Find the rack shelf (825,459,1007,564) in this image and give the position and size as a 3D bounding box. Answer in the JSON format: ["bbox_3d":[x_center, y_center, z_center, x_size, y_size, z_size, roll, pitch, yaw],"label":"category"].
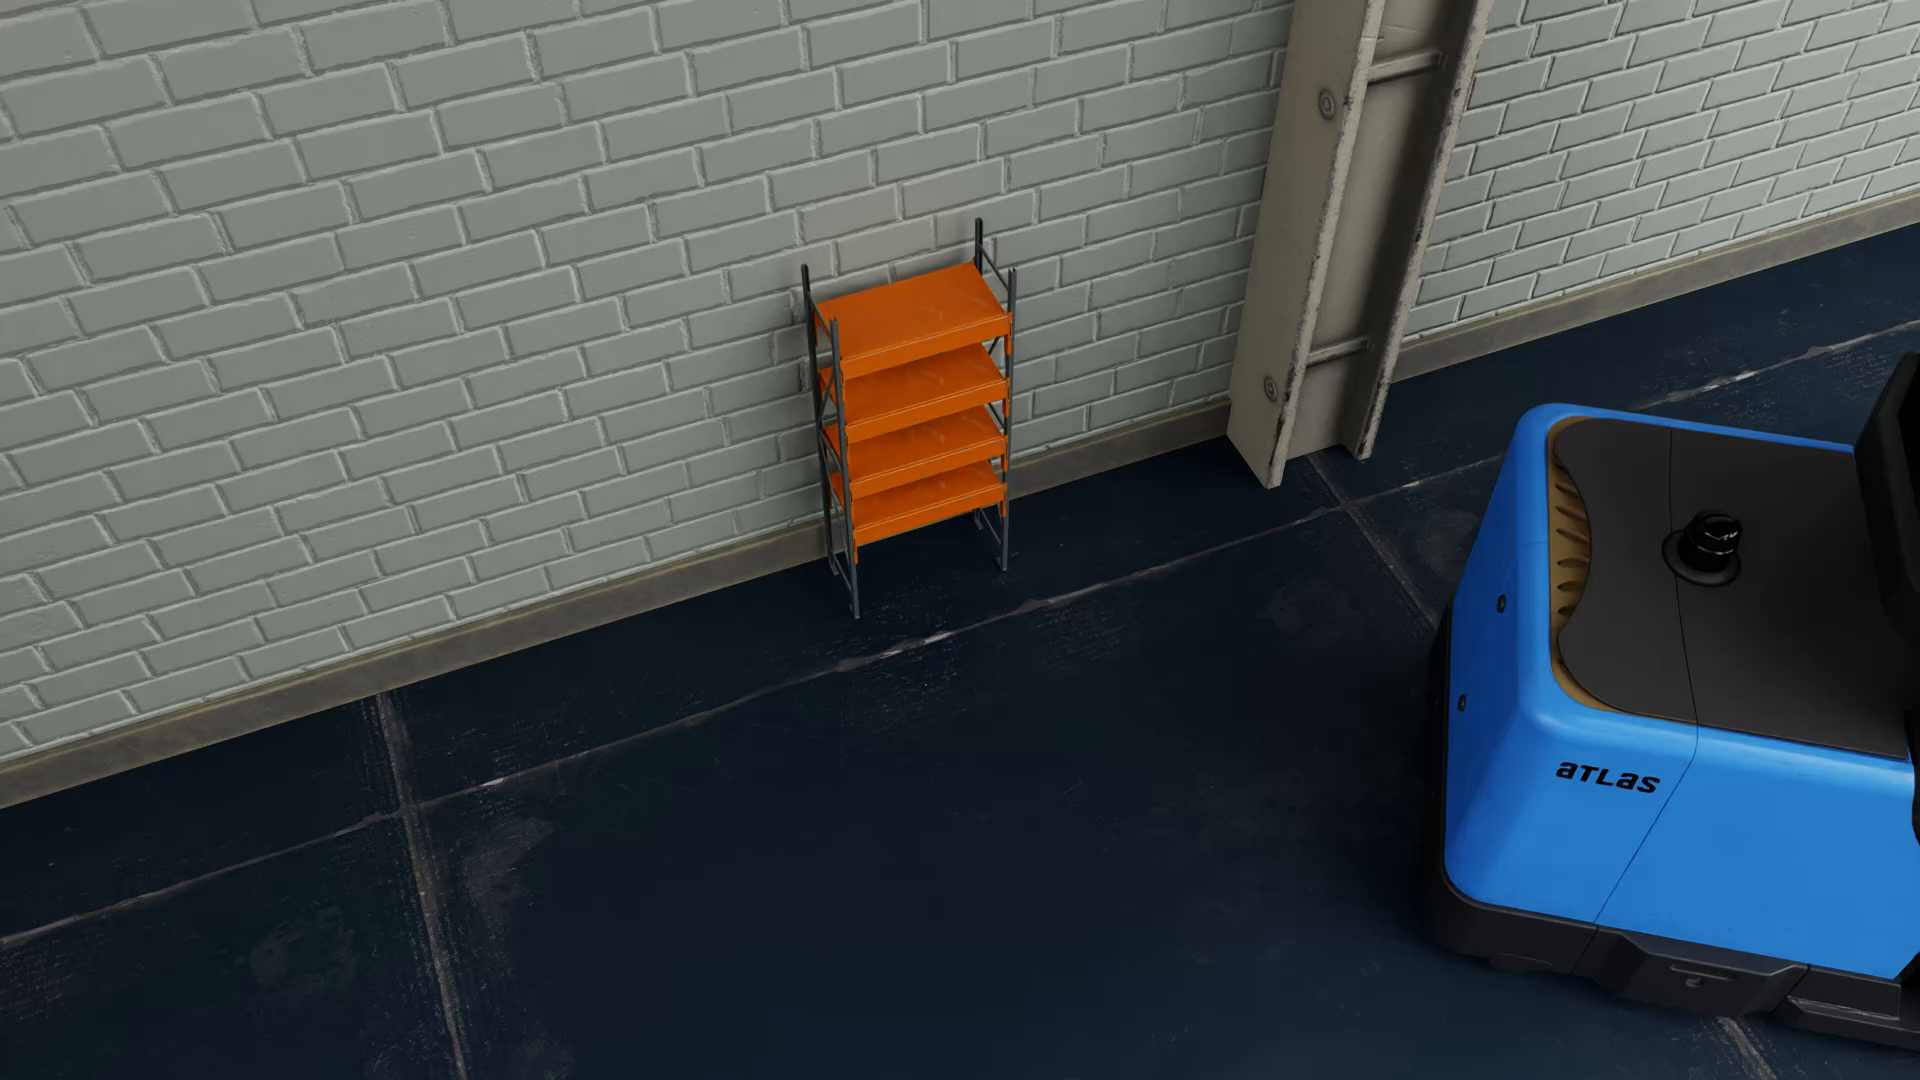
[{"bbox_3d":[-0.132,-0.134,4.925,0.480,0.148,0.258,-18,52,-15],"label":"rack shelf"}]

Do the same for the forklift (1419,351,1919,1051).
[{"bbox_3d":[2.765,-0.015,3.331,3.031,2.935,1.130,9,50,8],"label":"forklift"}]

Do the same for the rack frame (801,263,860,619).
[{"bbox_3d":[-0.357,-0.236,4.661,0.015,1.200,0.240,-18,52,-15],"label":"rack frame"}]

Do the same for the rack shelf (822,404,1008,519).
[{"bbox_3d":[-0.132,-0.263,4.774,0.480,0.148,0.258,-18,52,-15],"label":"rack shelf"}]

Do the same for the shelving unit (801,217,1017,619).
[{"bbox_3d":[-0.132,-0.307,4.723,0.503,1.200,0.258,-18,52,-15],"label":"shelving unit"}]

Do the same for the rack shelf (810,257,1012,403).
[{"bbox_3d":[-0.132,-0.563,4.425,0.480,0.148,0.258,-18,52,-15],"label":"rack shelf"}]

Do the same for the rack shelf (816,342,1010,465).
[{"bbox_3d":[-0.132,-0.409,4.604,0.480,0.148,0.258,-18,52,-15],"label":"rack shelf"}]

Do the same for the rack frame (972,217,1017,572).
[{"bbox_3d":[0.093,-0.379,4.784,0.015,1.200,0.240,-18,52,-15],"label":"rack frame"}]
